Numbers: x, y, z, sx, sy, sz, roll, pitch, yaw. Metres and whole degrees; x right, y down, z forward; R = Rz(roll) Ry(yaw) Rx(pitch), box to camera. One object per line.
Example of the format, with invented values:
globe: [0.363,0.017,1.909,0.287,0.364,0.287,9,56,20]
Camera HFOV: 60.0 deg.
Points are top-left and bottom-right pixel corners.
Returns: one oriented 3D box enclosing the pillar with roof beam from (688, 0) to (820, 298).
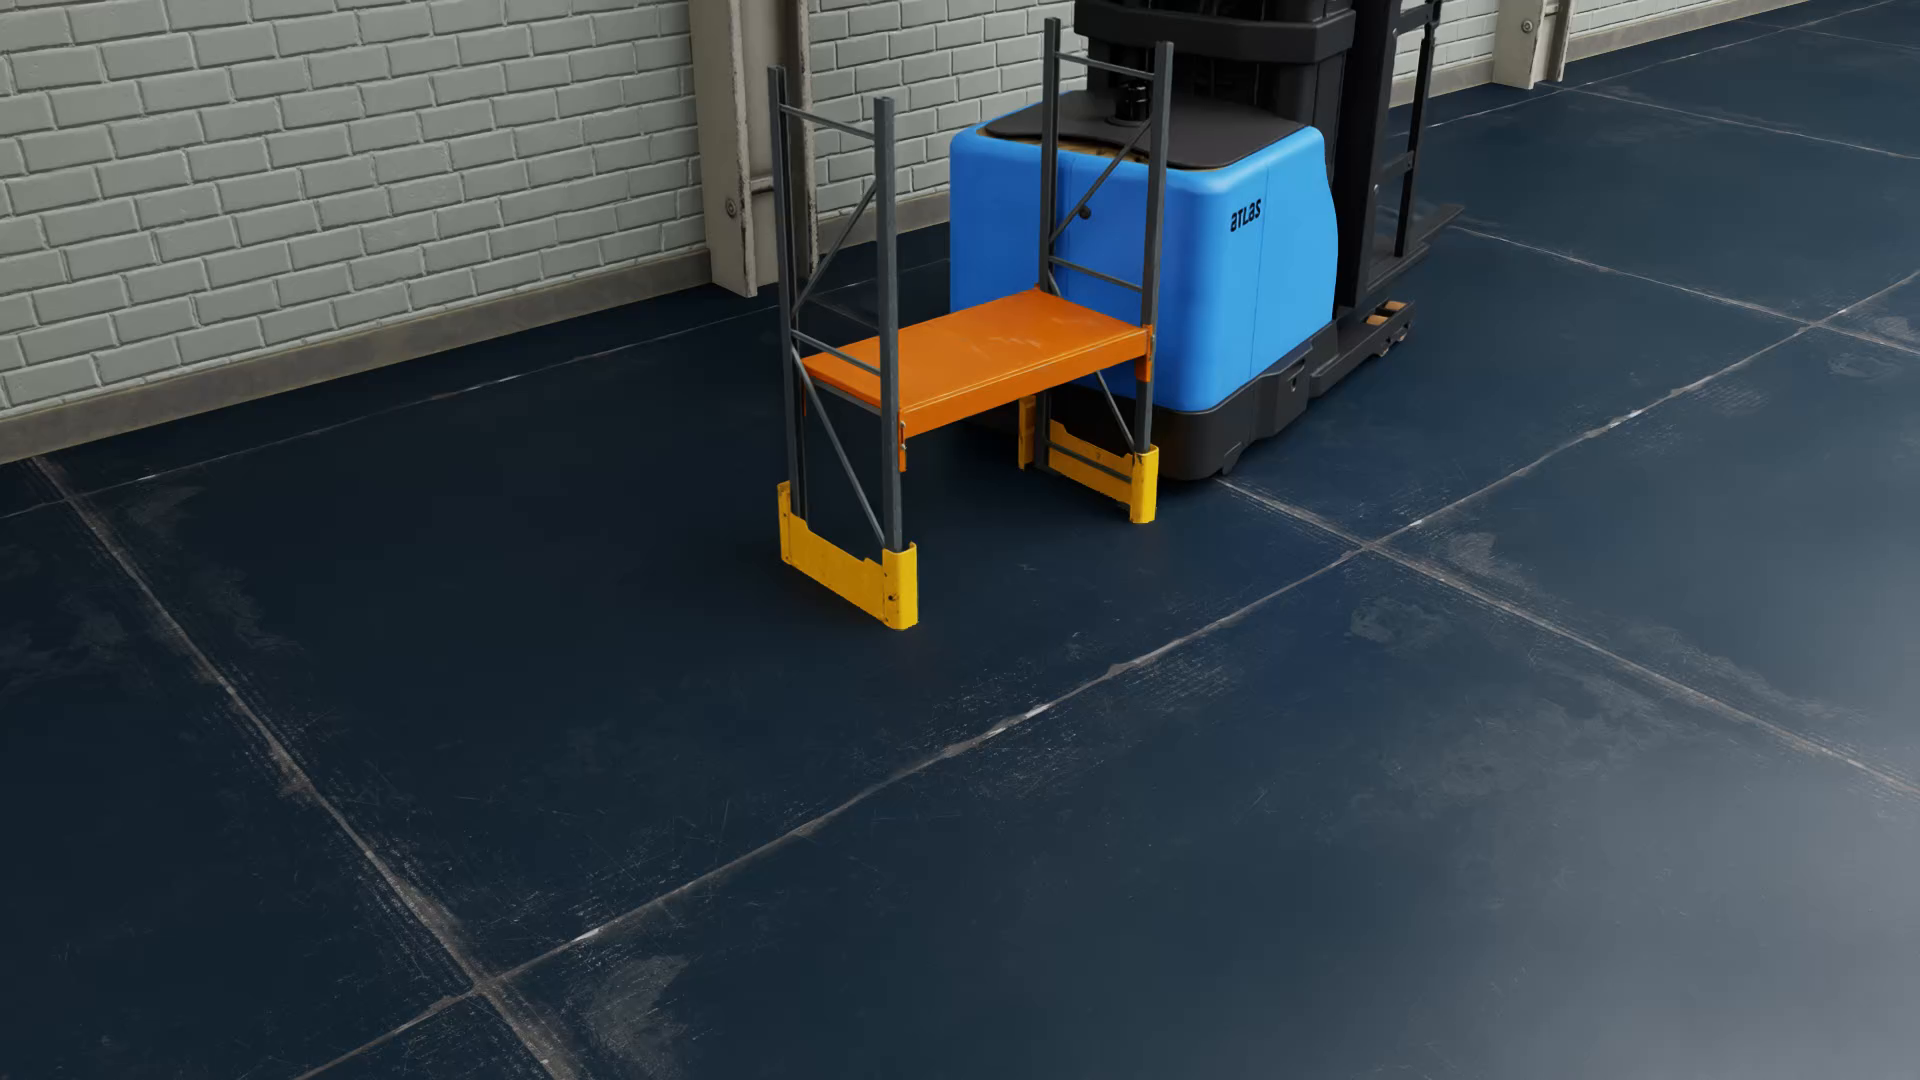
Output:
pillar with roof beam: [1.921,-3.592,2.423,0.400,9.000,9.100,-22,35,-35]

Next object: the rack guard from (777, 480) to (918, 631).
rack guard: [-0.338,0.037,4.915,0.087,0.250,0.587,-22,35,-35]

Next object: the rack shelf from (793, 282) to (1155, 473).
rack shelf: [0.045,-0.512,4.999,1.000,0.185,0.538,-22,35,-35]

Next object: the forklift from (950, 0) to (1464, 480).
forklift: [1.194,-2.134,6.133,1.130,2.935,3.031,18,33,30]

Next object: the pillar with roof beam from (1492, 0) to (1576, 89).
pillar with roof beam: [6.486,-5.427,5.858,0.400,9.000,9.100,-22,35,-35]

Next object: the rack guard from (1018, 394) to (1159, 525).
rack guard: [0.415,-0.271,5.491,0.087,0.250,0.587,-22,35,-35]

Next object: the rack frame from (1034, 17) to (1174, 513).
rack frame: [0.429,-0.828,5.208,0.032,1.500,0.500,-22,35,-35]

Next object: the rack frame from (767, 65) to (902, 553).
rack frame: [-0.339,-0.514,4.620,0.032,1.500,0.500,-22,35,-35]

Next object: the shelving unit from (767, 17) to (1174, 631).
shelving unit: [0.038,-0.668,4.909,1.083,1.500,0.587,-22,35,-35]
